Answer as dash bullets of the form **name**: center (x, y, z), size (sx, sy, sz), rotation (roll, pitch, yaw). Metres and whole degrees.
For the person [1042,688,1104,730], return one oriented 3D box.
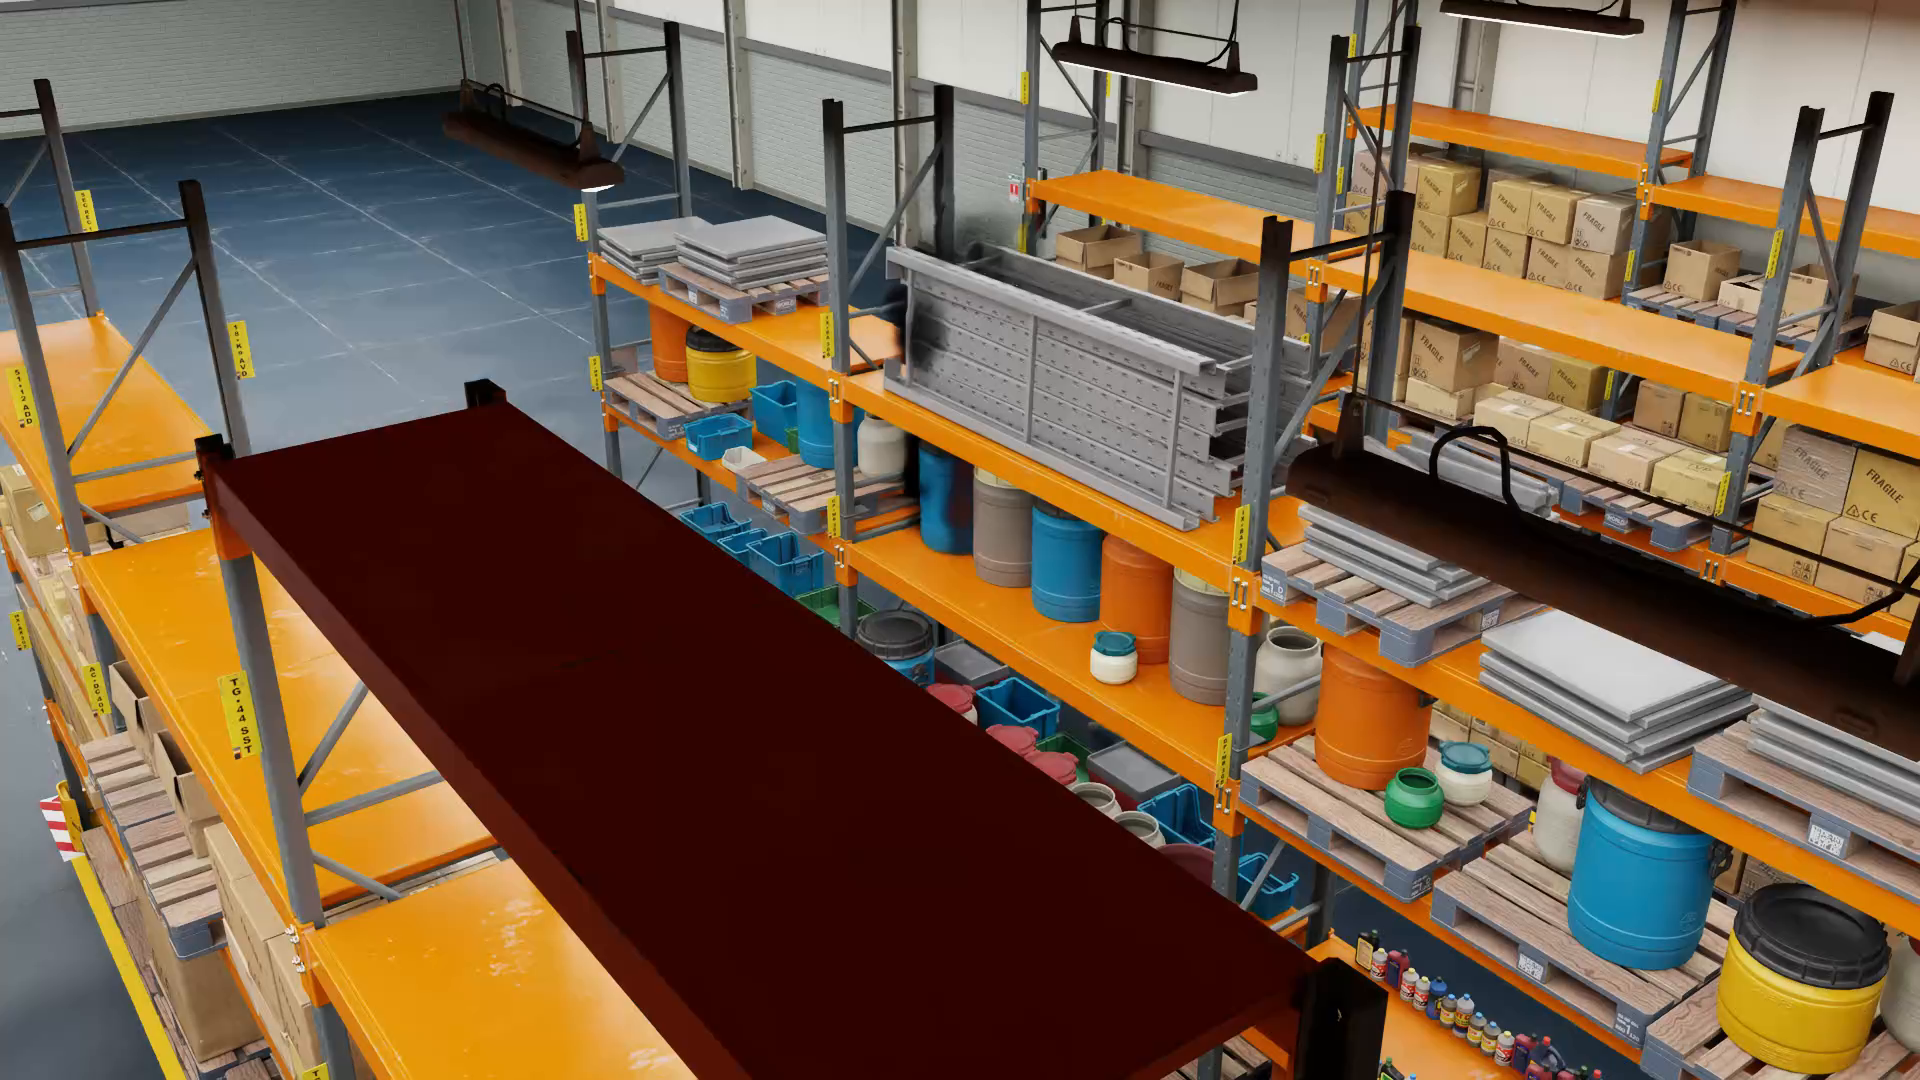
- **person**: center (0.993, 0.926, 14.844), size (0.864, 1.819, 0.706), rotation (20, 32, 37)
